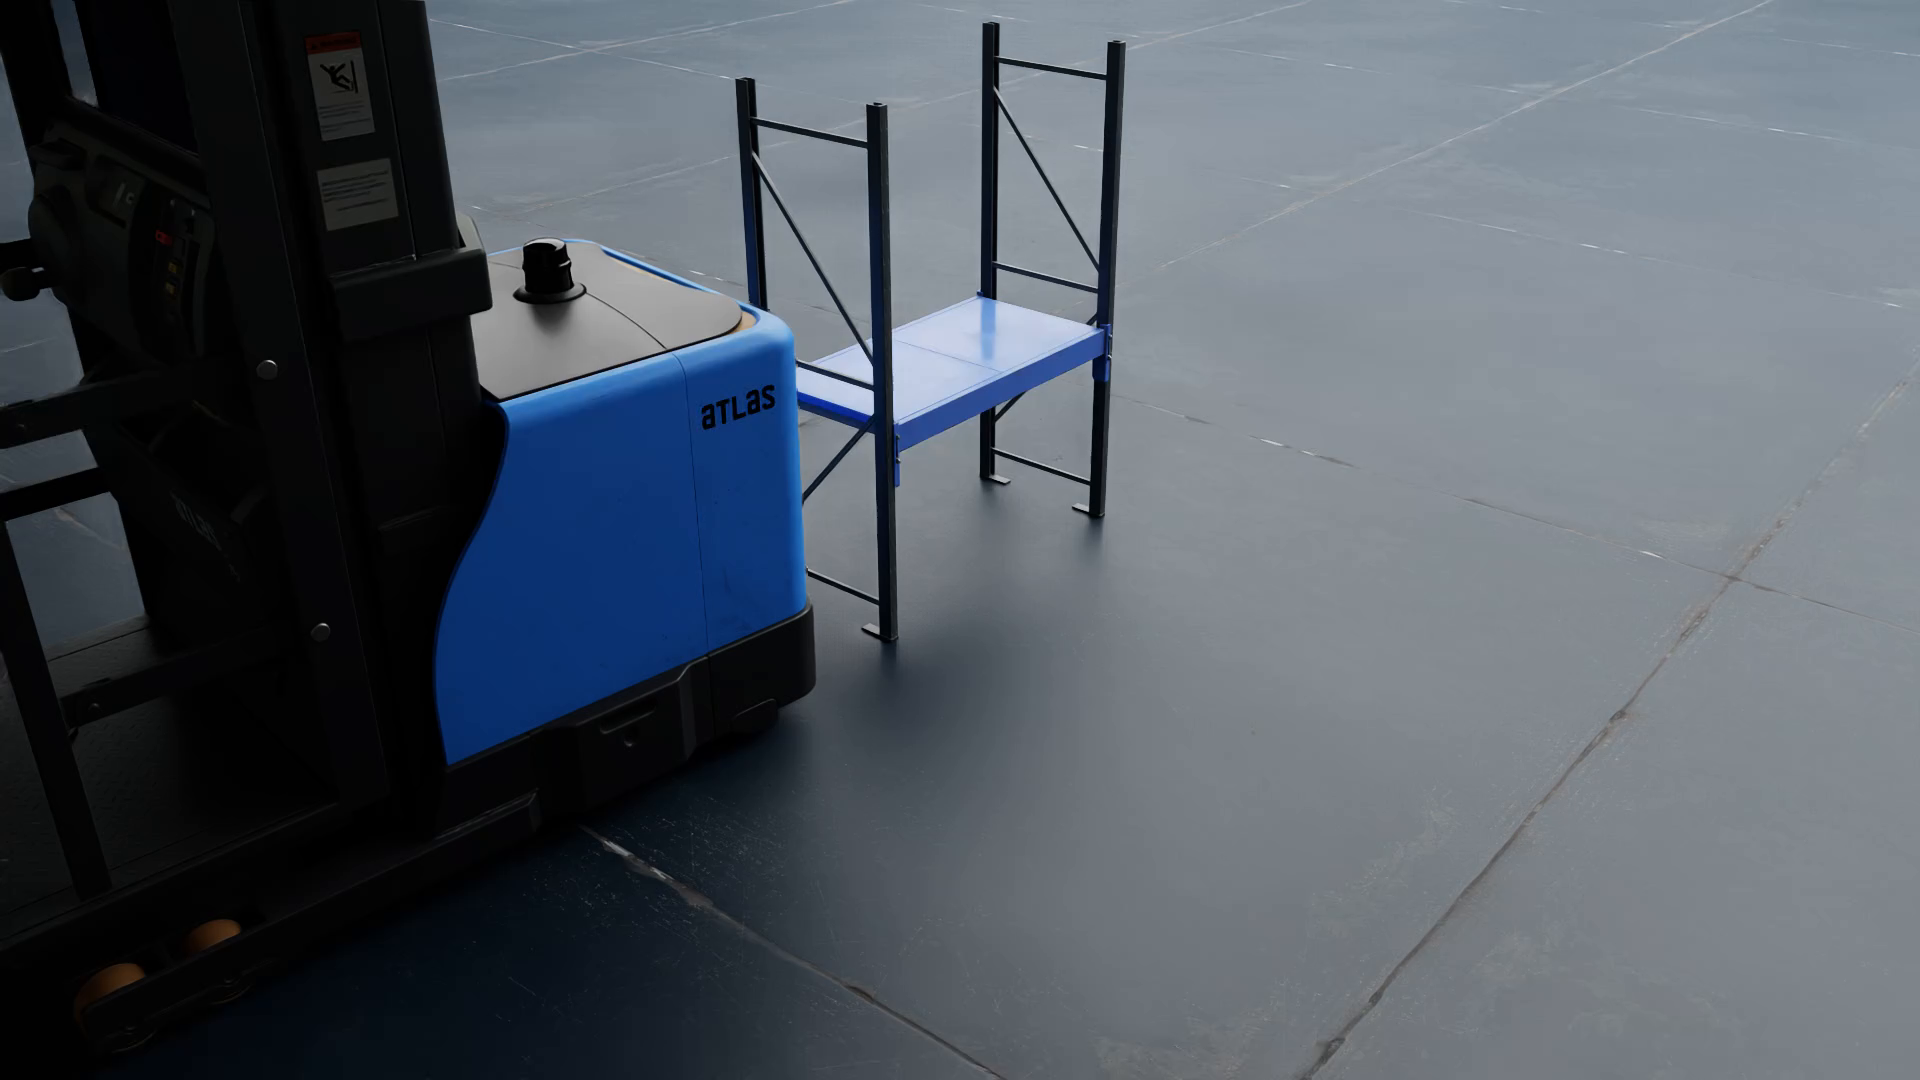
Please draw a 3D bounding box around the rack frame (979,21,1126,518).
[{"bbox_3d":[0.269,-0.816,5.195,0.500,1.500,0.032,21,34,34],"label":"rack frame"}]

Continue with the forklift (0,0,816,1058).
[{"bbox_3d":[-1.796,-0.561,3.144,3.031,2.935,1.130,-23,35,-38],"label":"forklift"}]

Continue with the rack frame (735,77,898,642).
[{"bbox_3d":[-0.378,-0.456,4.499,0.500,1.500,0.032,21,34,34],"label":"rack frame"}]

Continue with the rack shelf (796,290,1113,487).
[{"bbox_3d":[-0.054,-0.476,4.930,0.538,0.185,1.000,21,34,34],"label":"rack shelf"}]

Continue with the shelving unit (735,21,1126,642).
[{"bbox_3d":[-0.054,-0.636,4.847,0.538,1.500,1.048,21,34,34],"label":"shelving unit"}]
